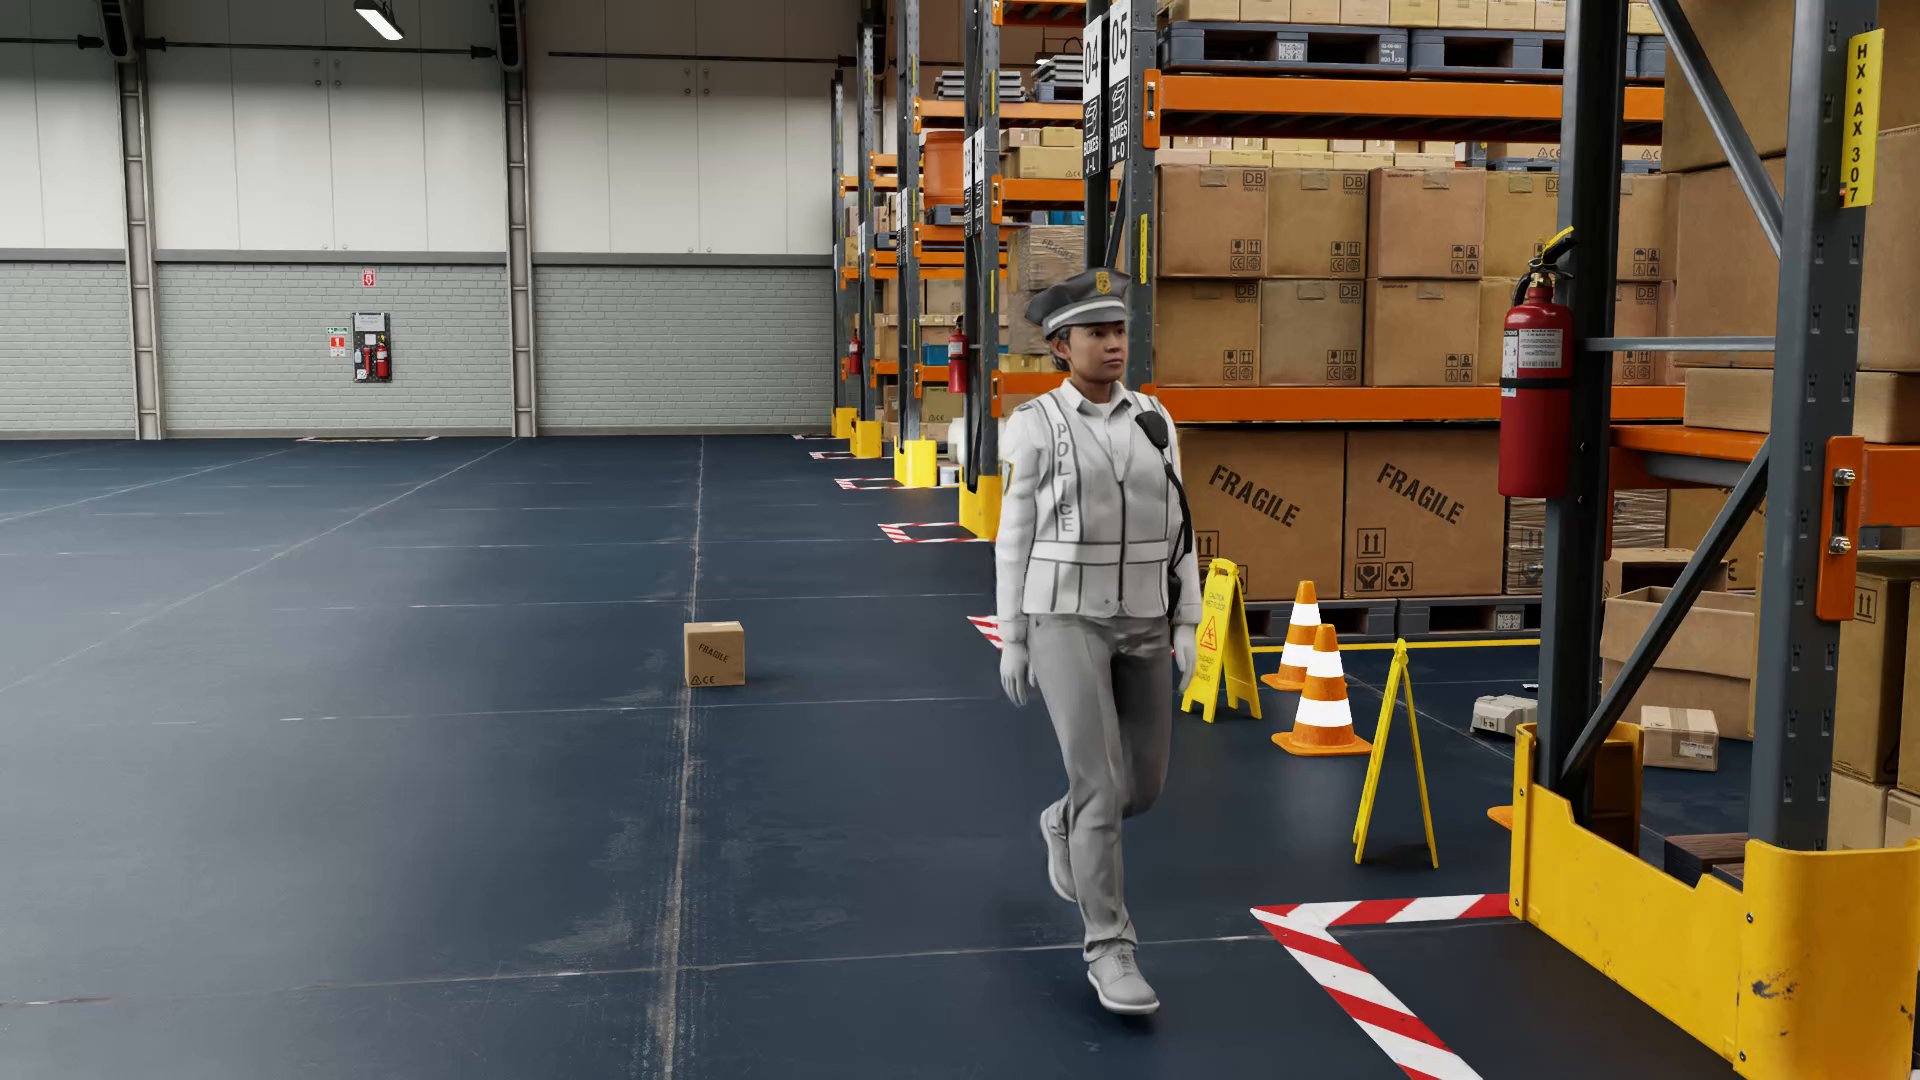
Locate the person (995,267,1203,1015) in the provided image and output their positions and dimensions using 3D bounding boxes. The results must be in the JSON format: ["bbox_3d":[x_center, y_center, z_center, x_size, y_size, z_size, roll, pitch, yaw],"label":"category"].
[{"bbox_3d":[0.328,0.191,3.964,0.489,1.658,0.805,-3,7,-21],"label":"person"}]
